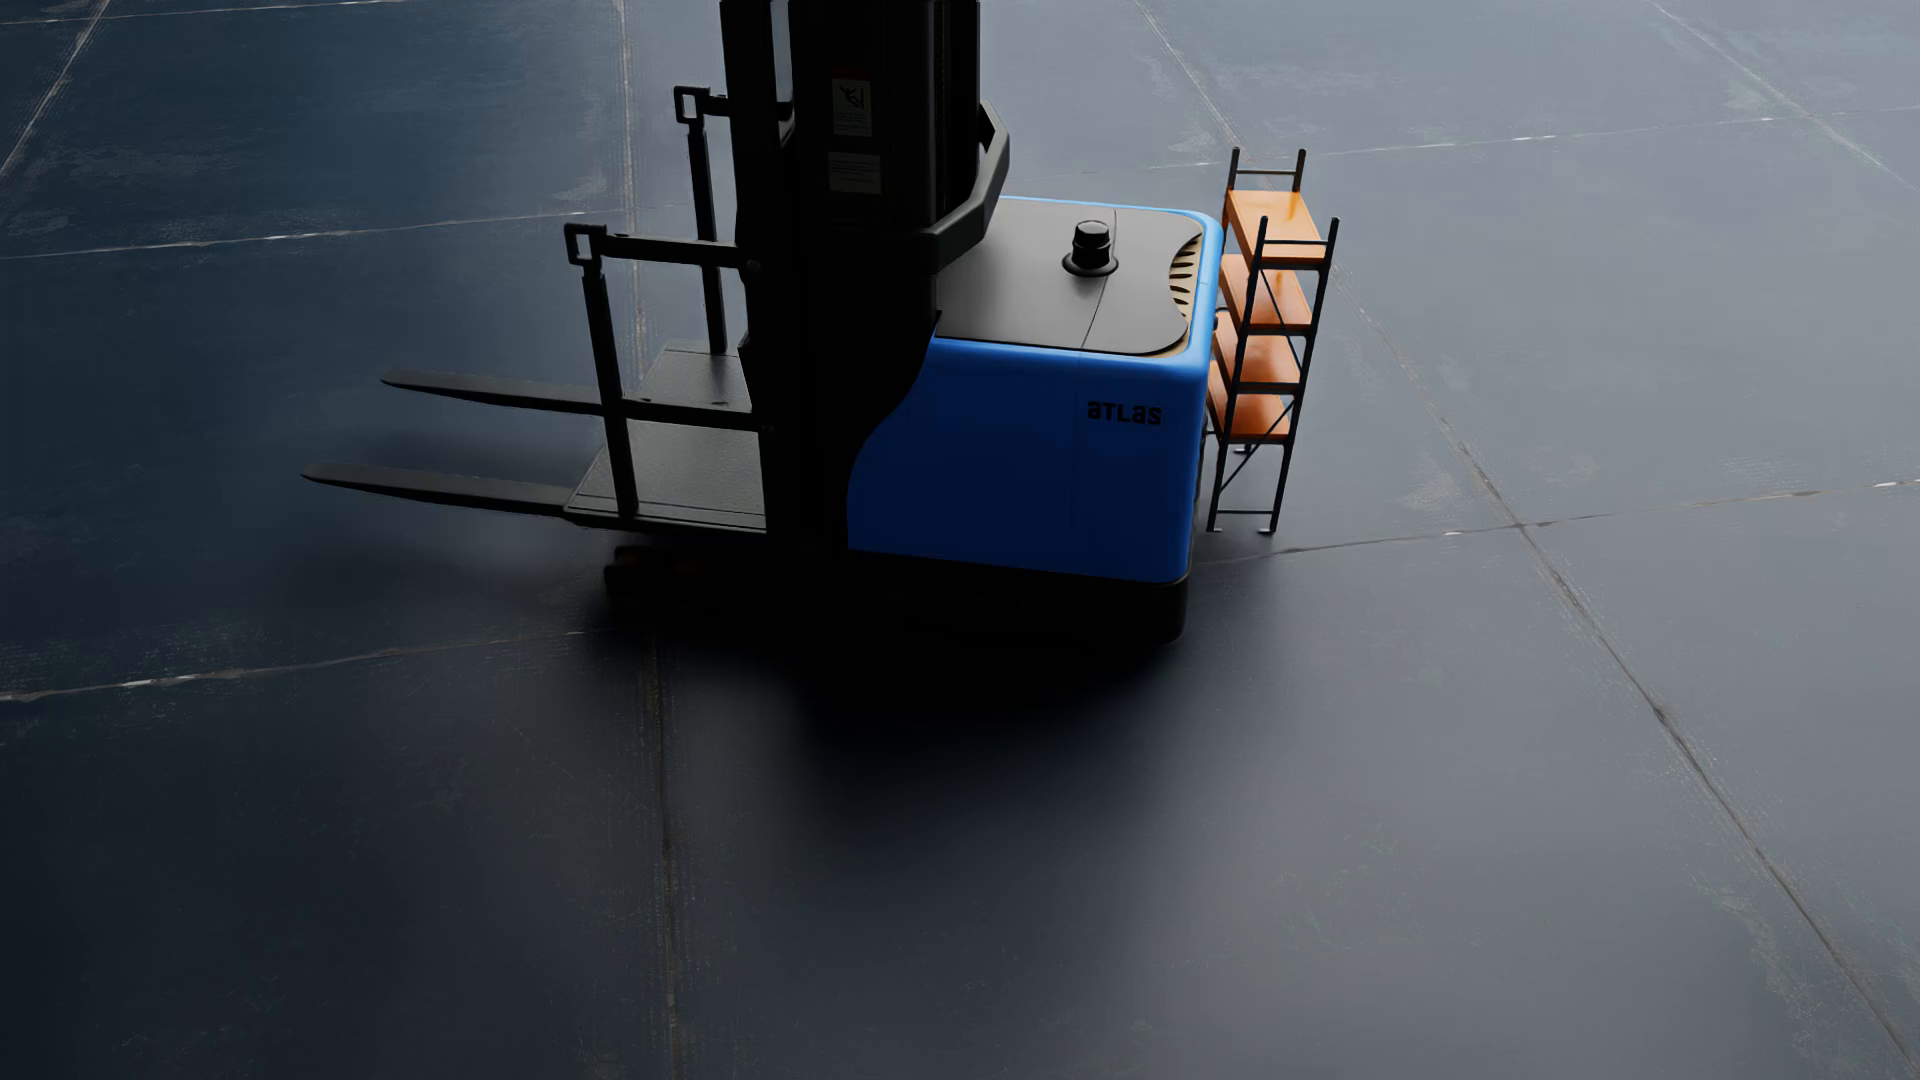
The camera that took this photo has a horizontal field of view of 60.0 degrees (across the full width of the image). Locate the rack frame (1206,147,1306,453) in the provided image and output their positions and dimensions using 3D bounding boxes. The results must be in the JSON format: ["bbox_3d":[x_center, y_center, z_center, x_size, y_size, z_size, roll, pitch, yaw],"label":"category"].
[{"bbox_3d":[0.983,-0.804,5.796,0.240,1.200,0.015,1,38,-4],"label":"rack frame"}]

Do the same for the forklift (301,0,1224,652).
[{"bbox_3d":[-0.705,-1.241,4.958,3.031,2.935,1.130,6,38,8],"label":"forklift"}]

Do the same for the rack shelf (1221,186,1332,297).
[{"bbox_3d":[1.012,-0.964,5.364,0.258,0.148,0.480,1,38,-4],"label":"rack shelf"}]

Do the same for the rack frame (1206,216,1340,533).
[{"bbox_3d":[1.004,-0.504,5.411,0.240,1.200,0.015,1,38,-4],"label":"rack frame"}]

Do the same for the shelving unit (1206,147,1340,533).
[{"bbox_3d":[0.994,-0.654,5.604,0.258,1.200,0.503,1,38,-4],"label":"shelving unit"}]

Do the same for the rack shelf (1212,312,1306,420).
[{"bbox_3d":[0.991,-0.601,5.645,0.258,0.148,0.480,1,38,-4],"label":"rack shelf"}]

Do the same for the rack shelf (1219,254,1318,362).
[{"bbox_3d":[1.001,-0.778,5.508,0.258,0.148,0.480,1,38,-4],"label":"rack shelf"}]

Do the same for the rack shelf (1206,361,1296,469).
[{"bbox_3d":[0.981,-0.444,5.766,0.258,0.148,0.480,1,38,-4],"label":"rack shelf"}]
